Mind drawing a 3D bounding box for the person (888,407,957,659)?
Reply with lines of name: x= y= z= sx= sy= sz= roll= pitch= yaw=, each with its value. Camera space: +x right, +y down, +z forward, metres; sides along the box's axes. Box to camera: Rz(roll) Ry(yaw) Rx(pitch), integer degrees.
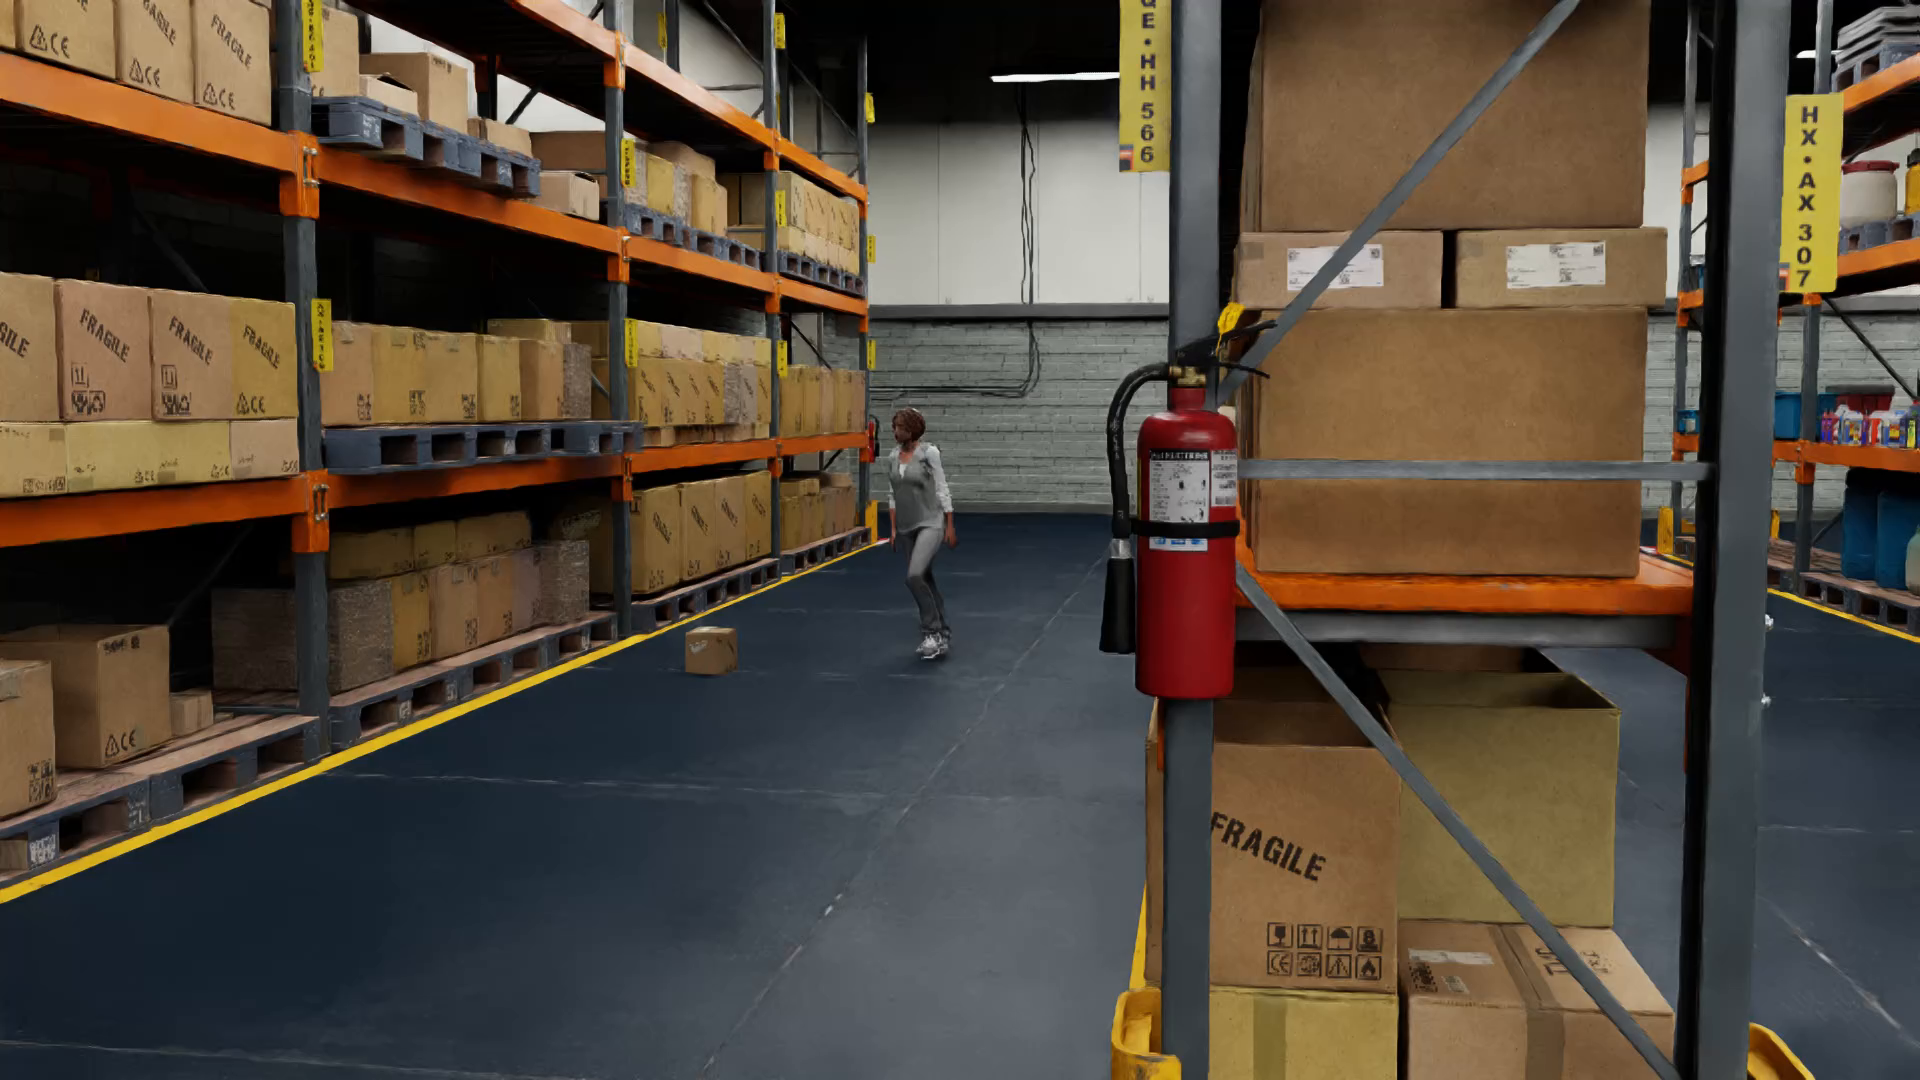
person: x=-0.244 y=-0.057 z=10.630 sx=0.442 sy=1.584 sz=0.493 roll=4 pitch=6 yaw=42
